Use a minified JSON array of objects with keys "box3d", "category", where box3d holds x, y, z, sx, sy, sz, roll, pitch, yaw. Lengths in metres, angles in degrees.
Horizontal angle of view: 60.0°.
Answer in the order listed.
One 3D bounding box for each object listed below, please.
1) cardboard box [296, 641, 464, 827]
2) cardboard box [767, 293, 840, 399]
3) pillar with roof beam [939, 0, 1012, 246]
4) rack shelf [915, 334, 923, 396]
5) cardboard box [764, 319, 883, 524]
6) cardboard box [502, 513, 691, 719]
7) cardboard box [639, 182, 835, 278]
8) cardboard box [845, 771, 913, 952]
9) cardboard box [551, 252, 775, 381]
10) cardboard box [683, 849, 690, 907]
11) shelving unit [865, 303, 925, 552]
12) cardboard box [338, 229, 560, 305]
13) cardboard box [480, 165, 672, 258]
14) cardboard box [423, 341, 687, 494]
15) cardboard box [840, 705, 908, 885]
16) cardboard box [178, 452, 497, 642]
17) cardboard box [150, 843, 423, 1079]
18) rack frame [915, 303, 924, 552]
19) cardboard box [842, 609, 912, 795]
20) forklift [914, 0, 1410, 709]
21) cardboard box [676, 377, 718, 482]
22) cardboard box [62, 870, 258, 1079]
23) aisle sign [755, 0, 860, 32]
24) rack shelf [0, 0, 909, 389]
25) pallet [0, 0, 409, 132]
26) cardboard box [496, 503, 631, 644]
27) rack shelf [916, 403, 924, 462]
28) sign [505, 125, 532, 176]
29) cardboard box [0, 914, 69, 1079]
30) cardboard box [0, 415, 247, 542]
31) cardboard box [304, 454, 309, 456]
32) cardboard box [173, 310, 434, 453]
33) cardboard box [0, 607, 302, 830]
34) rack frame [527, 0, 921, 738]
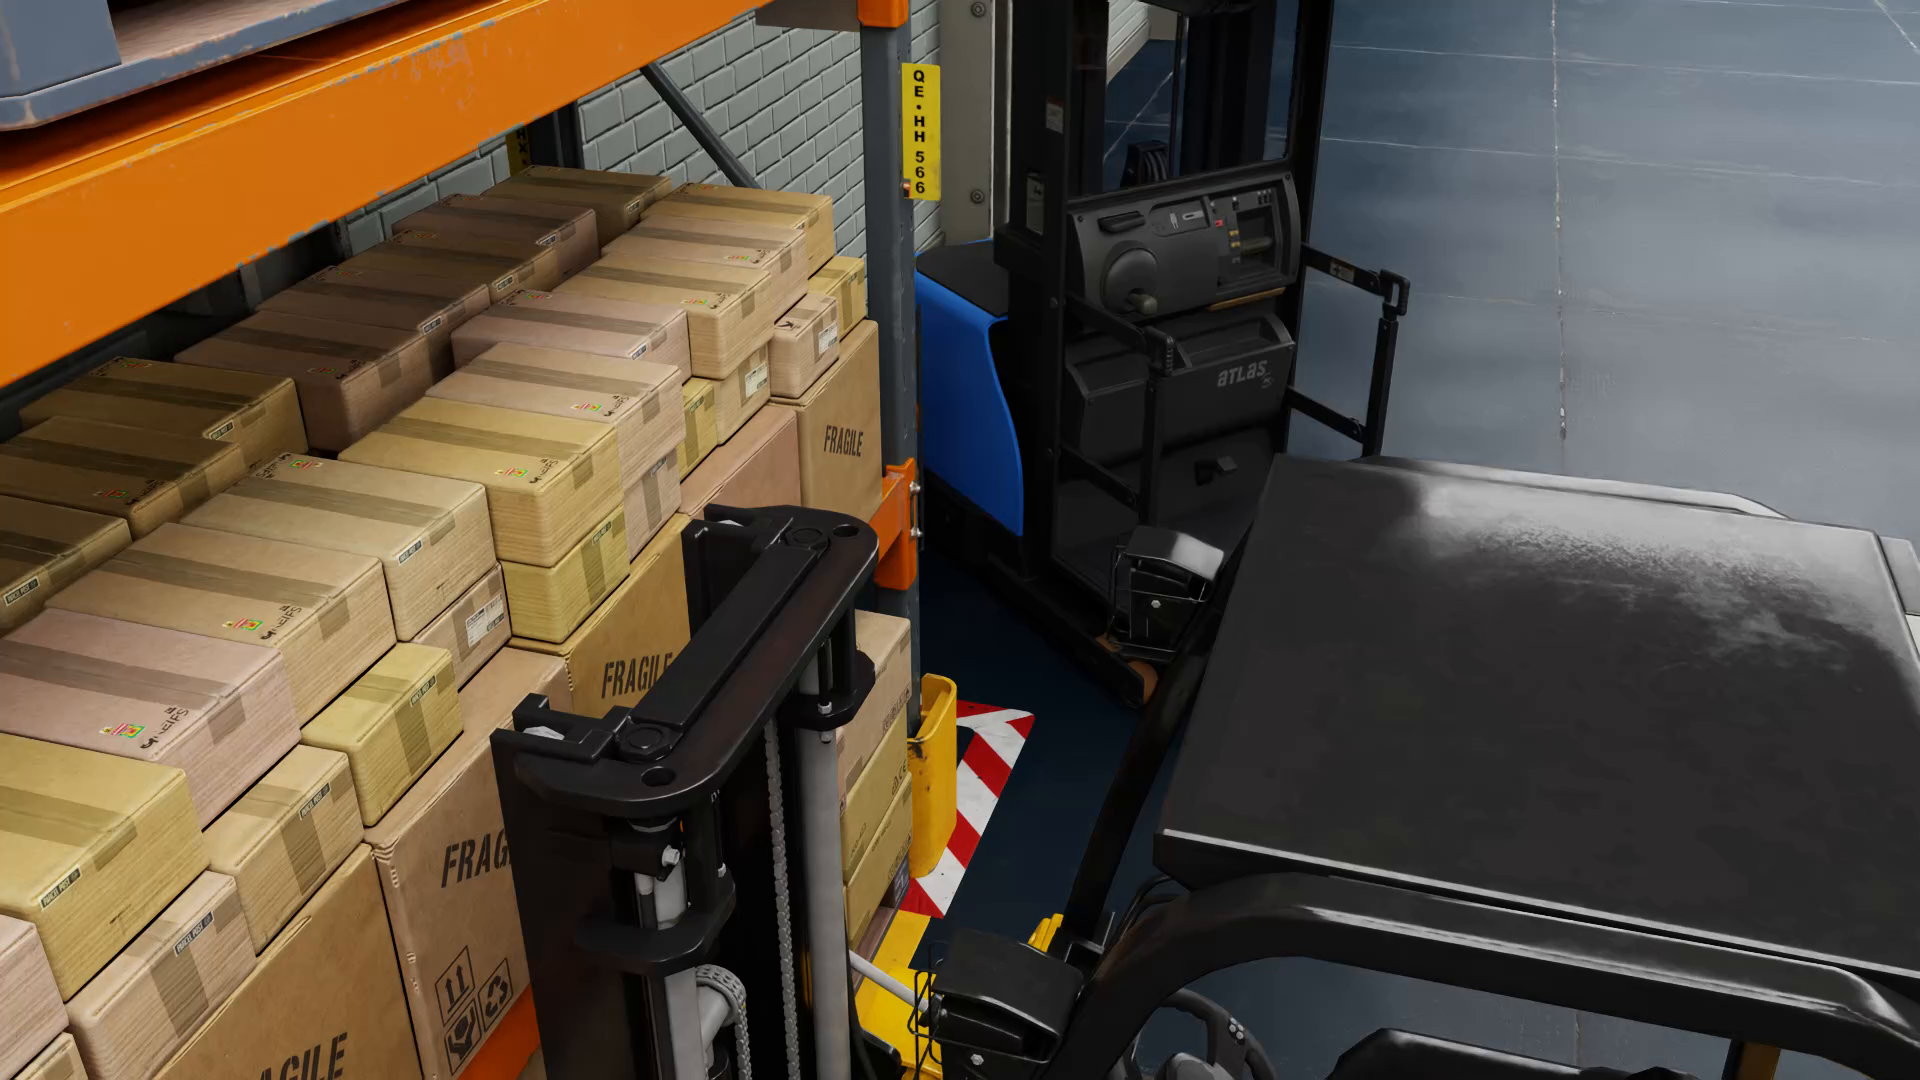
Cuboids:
[{"box3d":[-0.966,0.257,2.433,0.380,0.149,0.250,8,30,14],"category":"cardboard box"},{"box3d":[-0.491,-0.452,3.707,0.380,0.149,0.250,9,30,16],"category":"cardboard box"},{"box3d":[4.200,-5.049,6.570,9.100,9.000,0.400,8,30,15],"category":"pillar with roof beam"},{"box3d":[-0.289,-0.689,6.346,0.215,0.259,0.240,-14,32,-23],"category":"rack shelf"},{"box3d":[-0.504,-0.226,3.968,0.500,0.500,0.500,8,30,14],"category":"cardboard box"},{"box3d":[-0.815,0.252,3.109,0.500,0.500,0.500,8,30,14],"category":"cardboard box"},{"box3d":[-0.514,-0.709,3.864,0.380,0.149,0.250,9,30,15],"category":"cardboard box"},{"box3d":[-0.446,0.833,4.564,0.500,0.250,0.500,9,30,15],"category":"cardboard box"},{"box3d":[-0.607,-0.465,3.424,0.380,0.149,0.250,9,30,16],"category":"cardboard box"},{"box3d":[-0.730,0.865,3.478,0.500,0.250,0.500,9,30,16],"category":"cardboard box"},{"box3d":[-0.289,-0.450,6.479,0.215,1.050,0.252,-14,32,-23],"category":"shelving unit"},{"box3d":[-1.086,-0.539,3.557,0.380,0.149,0.250,9,30,16],"category":"cardboard box"},{"box3d":[-0.913,-0.780,3.991,0.380,0.149,0.250,8,30,14],"category":"cardboard box"},{"box3d":[-0.722,-0.223,2.989,0.380,0.149,0.250,9,30,16],"category":"cardboard box"},{"box3d":[-0.454,0.622,4.429,0.500,0.250,0.500,8,30,14],"category":"cardboard box"},{"box3d":[-0.959,0.004,2.581,0.380,0.149,0.250,9,30,16],"category":"cardboard box"},{"box3d":[-1.120,0.718,2.272,0.500,0.500,0.500,8,30,14],"category":"cardboard box"},{"box3d":[-0.234,-0.397,6.384,0.200,1.050,0.008,-14,32,-23],"category":"rack frame"},{"box3d":[-0.447,0.391,4.330,0.500,0.250,0.500,10,30,17],"category":"cardboard box"},{"box3d":[0.891,-0.962,5.465,1.130,2.935,3.031,-17,33,-27],"category":"forklift"},{"box3d":[-0.709,-0.226,3.301,0.380,0.149,0.250,8,30,15],"category":"cardboard box"},{"box3d":[-1.093,0.501,1.994,0.380,0.149,0.250,8,30,14],"category":"cardboard box"},{"box3d":[-0.310,-1.573,3.819,0.394,0.787,0.004,8,30,15],"category":"aisle sign"},{"box3d":[-1.197,-0.516,2.246,1.077,0.370,4.000,8,30,15],"category":"rack shelf"},{"box3d":[-1.199,-0.827,2.157,1.003,0.211,1.213,8,30,15],"category":"pallet"},{"box3d":[-0.797,0.025,2.850,0.380,0.149,0.250,9,30,15],"category":"cardboard box"},{"box3d":[-0.289,-0.441,6.484,0.215,0.259,0.240,-14,32,-23],"category":"rack shelf"},{"box3d":[-1.139,-0.944,4.389,0.100,0.325,0.005,8,30,15],"category":"sign"},{"box3d":[-1.177,0.488,1.711,0.380,0.149,0.250,9,30,16],"category":"cardboard box"},{"box3d":[-1.394,-0.066,2.706,0.380,0.149,0.250,9,30,15],"category":"cardboard box"},{"box3d":[-1.403,-0.068,3.016,0.380,0.149,0.250,10,30,17],"category":"cardboard box"},{"box3d":[-1.226,-0.300,3.127,0.380,0.149,0.250,9,30,16],"category":"cardboard box"},{"box3d":[-1.105,0.237,2.162,0.380,0.149,0.250,8,30,15],"category":"cardboard box"},{"box3d":[-0.610,-0.449,4.471,1.000,3.000,0.127,8,30,15],"category":"rack frame"}]
